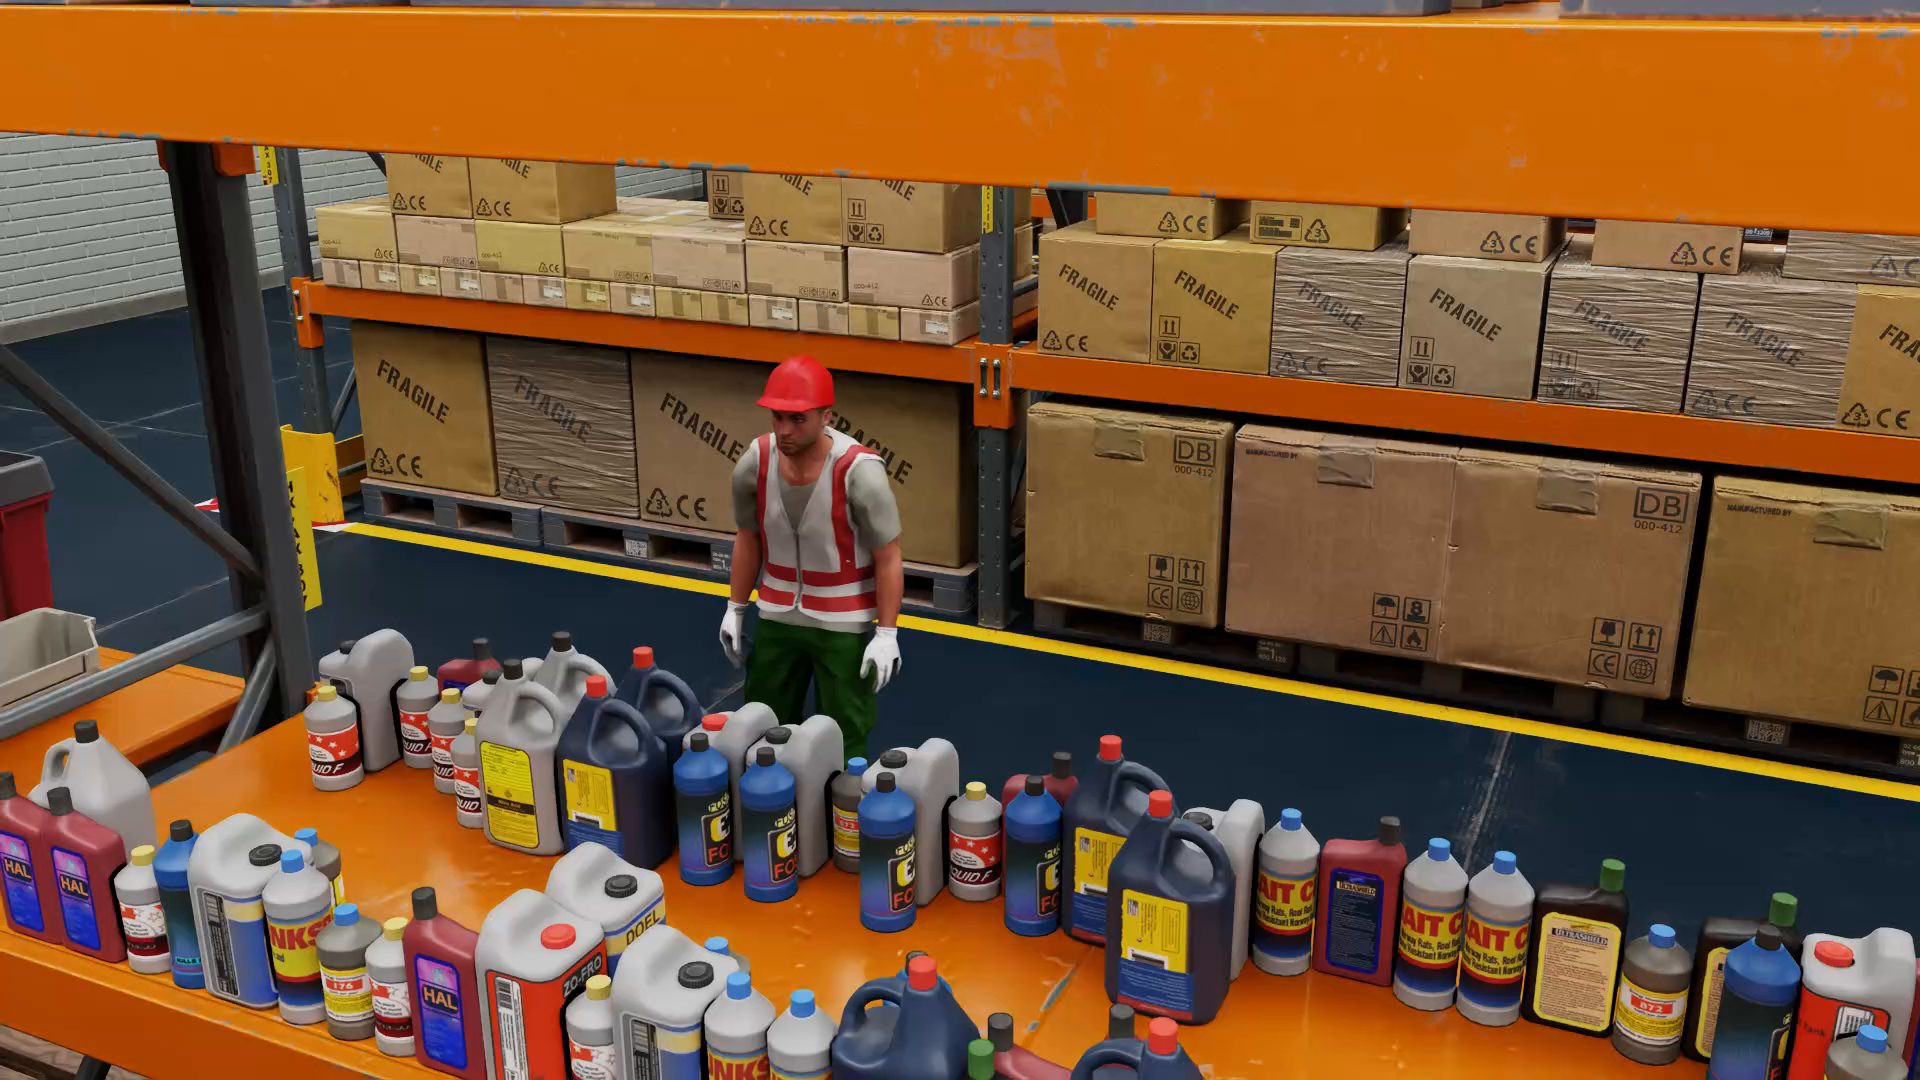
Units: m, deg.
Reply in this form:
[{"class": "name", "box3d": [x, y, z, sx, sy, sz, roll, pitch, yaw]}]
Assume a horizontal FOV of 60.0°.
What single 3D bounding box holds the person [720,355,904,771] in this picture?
[{"class": "person", "box3d": [-0.469, 0.284, 5.209, 0.620, 1.779, 0.454, 8, 20, 22]}]
